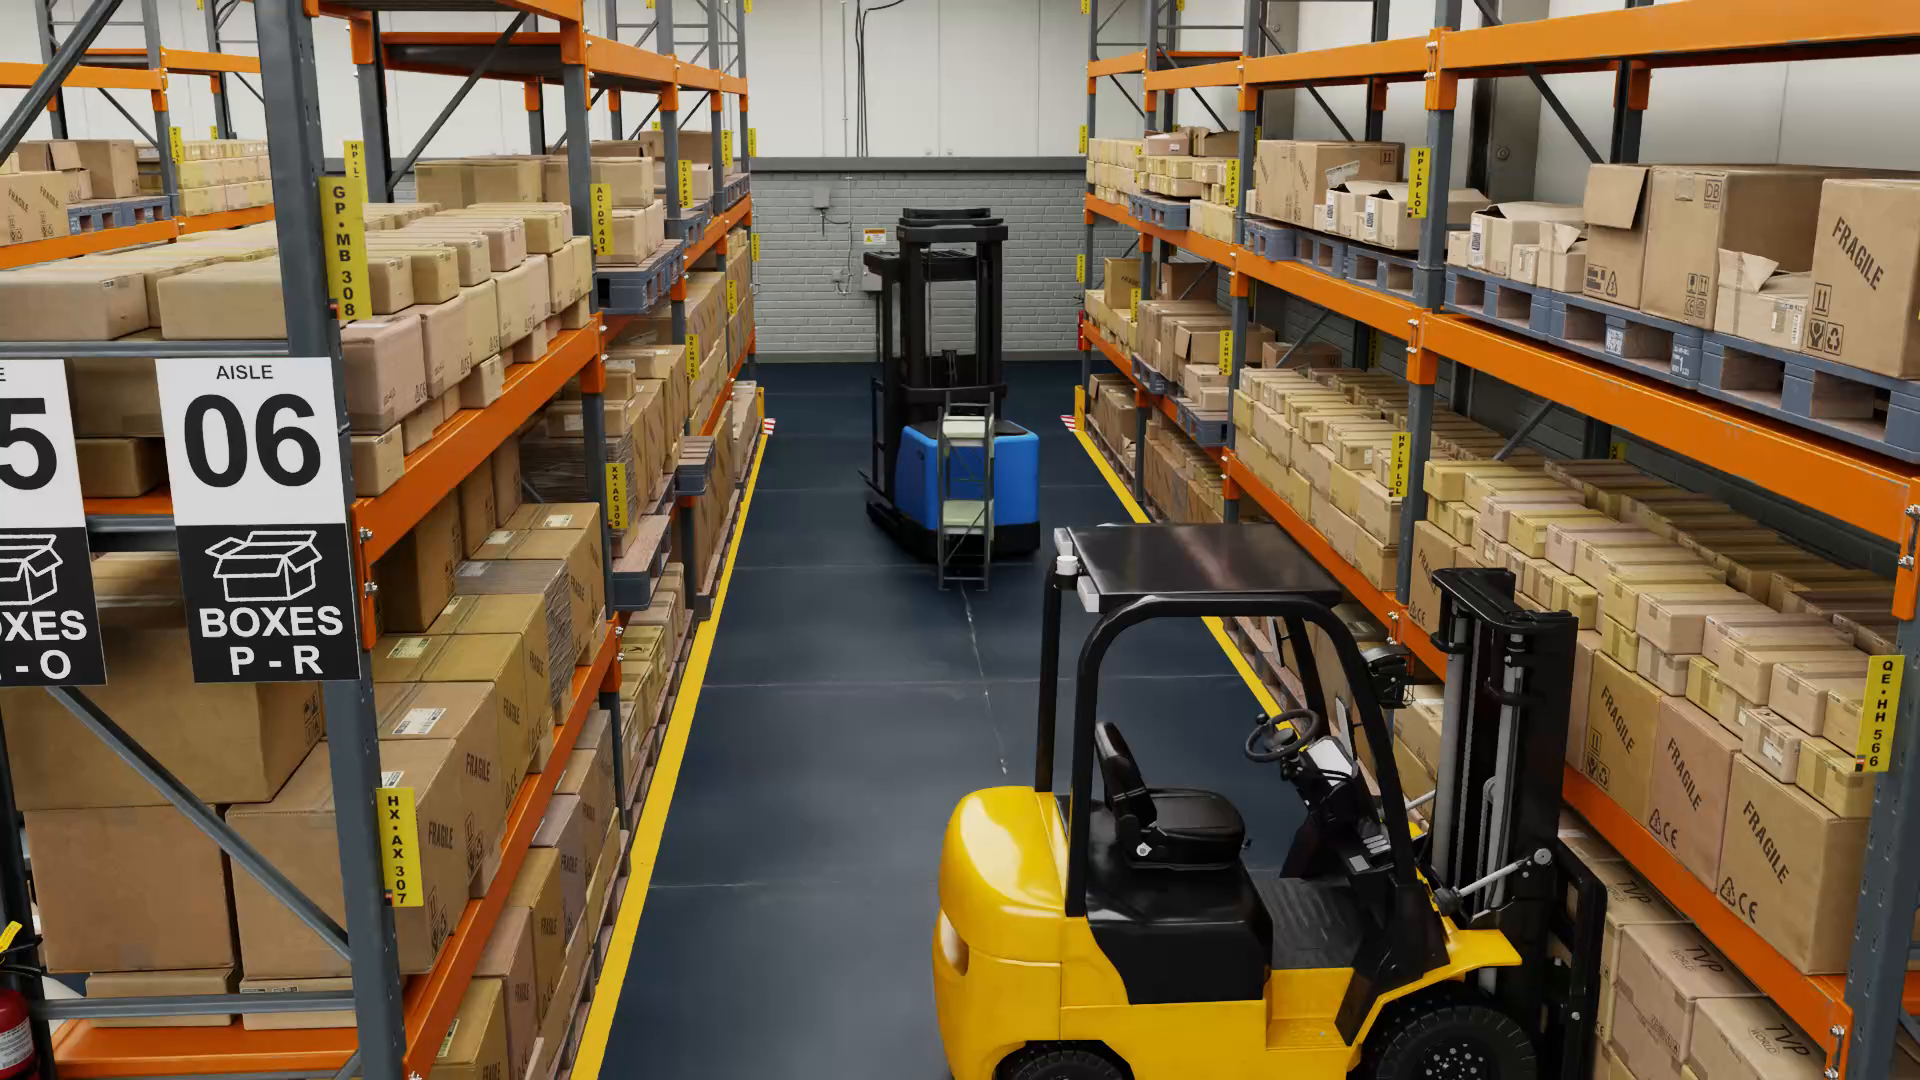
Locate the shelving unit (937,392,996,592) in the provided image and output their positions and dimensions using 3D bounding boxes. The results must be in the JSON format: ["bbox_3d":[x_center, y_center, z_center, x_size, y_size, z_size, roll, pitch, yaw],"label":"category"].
[{"bbox_3d":[0.055,-0.406,13.596,0.431,1.500,0.755,1,14,4],"label":"shelving unit"}]

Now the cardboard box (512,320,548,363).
[{"bbox_3d":[-1.843,-0.786,6.545,0.380,0.149,0.250,0,14,-2],"label":"cardboard box"}]

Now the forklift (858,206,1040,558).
[{"bbox_3d":[-0.246,-1.590,15.325,1.130,2.935,3.031,-5,15,-18],"label":"forklift"}]

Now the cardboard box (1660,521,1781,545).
[{"bbox_3d":[3.106,0.025,6.811,0.380,0.149,0.250,-1,14,-4],"label":"cardboard box"}]

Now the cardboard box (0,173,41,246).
[{"bbox_3d":[-7.207,-2.449,12.306,0.500,0.500,0.500,-1,14,-3],"label":"cardboard box"}]

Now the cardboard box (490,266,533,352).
[{"bbox_3d":[-1.825,-0.824,5.895,0.500,0.250,0.500,-1,14,-2],"label":"cardboard box"}]

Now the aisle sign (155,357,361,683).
[{"bbox_3d":[-1.656,-0.038,3.938,0.394,0.787,0.004,-1,14,-3],"label":"aisle sign"}]

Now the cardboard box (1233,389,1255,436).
[{"bbox_3d":[2.248,-0.912,11.849,0.500,0.250,0.500,-1,14,-3],"label":"cardboard box"}]

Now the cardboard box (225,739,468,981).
[{"bbox_3d":[-1.722,0.895,4.729,0.500,0.500,0.500,-1,14,-4],"label":"cardboard box"}]

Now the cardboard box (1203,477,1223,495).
[{"bbox_3d":[2.186,-0.417,13.497,0.380,0.149,0.250,-1,14,-5],"label":"cardboard box"}]

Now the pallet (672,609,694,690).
[{"bbox_3d":[-2.418,0.765,11.628,1.003,0.211,1.213,-1,14,-3],"label":"pallet"}]

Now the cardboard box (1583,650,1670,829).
[{"bbox_3d":[2.637,0.709,6.050,0.500,0.500,0.500,-1,14,-4],"label":"cardboard box"}]

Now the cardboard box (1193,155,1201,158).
[{"bbox_3d":[2.376,-3.506,15.477,0.380,0.149,0.250,-1,14,-4],"label":"cardboard box"}]

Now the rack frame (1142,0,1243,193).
[{"bbox_3d":[2.241,-4.757,15.457,1.000,3.000,0.127,-1,14,-3],"label":"rack frame"}]

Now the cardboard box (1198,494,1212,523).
[{"bbox_3d":[2.228,-0.076,13.477,0.500,0.500,0.500,-1,14,-4],"label":"cardboard box"}]

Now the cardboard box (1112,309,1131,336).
[{"bbox_3d":[1.903,-2.295,17.630,0.500,0.250,0.500,-1,14,-4],"label":"cardboard box"}]

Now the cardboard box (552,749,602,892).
[{"bbox_3d":[-1.879,1.250,7.320,0.500,0.500,0.500,-1,14,-2],"label":"cardboard box"}]

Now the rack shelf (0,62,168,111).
[{"bbox_3d":[-7.523,-3.539,12.967,1.077,0.370,4.000,-1,14,-3],"label":"rack shelf"}]

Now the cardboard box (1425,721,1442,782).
[{"bbox_3d":[2.475,1.034,7.656,0.500,0.250,0.500,-1,14,-3],"label":"cardboard box"}]

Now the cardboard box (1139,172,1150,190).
[{"bbox_3d":[1.844,-3.289,15.232,0.380,0.149,0.250,-1,14,-3],"label":"cardboard box"}]

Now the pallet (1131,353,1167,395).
[{"bbox_3d":[2.182,-1.558,15.449,1.003,0.211,1.213,-1,14,-3],"label":"pallet"}]

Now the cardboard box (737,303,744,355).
[{"bbox_3d":[-2.532,-2.193,17.327,0.500,0.500,0.500,-1,14,-3],"label":"cardboard box"}]

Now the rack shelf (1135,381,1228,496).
[{"bbox_3d":[2.365,-1.006,14.361,1.077,0.370,4.000,-1,14,-3],"label":"rack shelf"}]

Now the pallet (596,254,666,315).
[{"bbox_3d":[-2.149,-1.302,8.423,1.213,0.211,1.003,-1,14,-3],"label":"pallet"}]

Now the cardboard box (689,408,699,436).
[{"bbox_3d":[-2.244,-0.832,12.543,0.500,0.250,0.500,-1,14,-4],"label":"cardboard box"}]

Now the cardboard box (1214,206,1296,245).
[{"bbox_3d":[2.215,-2.361,12.464,0.500,0.250,0.500,-1,14,-5],"label":"cardboard box"}]

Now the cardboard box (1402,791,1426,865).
[{"bbox_3d":[2.437,1.391,8.274,0.500,0.250,0.500,-1,14,-3],"label":"cardboard box"}]

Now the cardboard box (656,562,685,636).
[{"bbox_3d":[-2.440,0.430,11.765,0.950,0.372,0.625,-2,15,-7],"label":"cardboard box"}]

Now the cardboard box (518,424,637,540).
[{"bbox_3d":[-1.960,-0.302,8.538,0.500,0.500,0.500,-1,14,-2],"label":"cardboard box"}]

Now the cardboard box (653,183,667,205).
[{"bbox_3d":[-2.446,-2.849,13.687,0.380,0.166,0.250,0,14,1],"label":"cardboard box"}]

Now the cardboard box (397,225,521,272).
[{"bbox_3d":[-1.788,-1.042,5.942,0.380,0.149,0.250,-1,14,-3],"label":"cardboard box"}]

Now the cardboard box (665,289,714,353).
[{"bbox_3d":[-2.336,-1.816,13.859,0.500,0.500,0.500,-1,14,-3],"label":"cardboard box"}]

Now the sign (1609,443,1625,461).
[{"bbox_3d":[3.291,-0.329,8.388,0.100,0.325,0.005,-1,14,-3],"label":"sign"}]

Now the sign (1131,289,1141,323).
[{"bbox_3d":[1.700,-2.261,16.056,0.100,0.325,0.005,-1,14,-3],"label":"sign"}]

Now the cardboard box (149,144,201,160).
[{"bbox_3d":[-7.479,-3.694,15.841,0.380,0.149,0.250,-1,14,-4],"label":"cardboard box"}]

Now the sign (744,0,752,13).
[{"bbox_3d":[-2.418,-6.170,18.914,0.100,0.325,0.005,-1,14,-3],"label":"sign"}]

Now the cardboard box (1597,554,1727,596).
[{"bbox_3d":[2.651,0.159,6.291,0.380,0.149,0.250,-1,14,-3],"label":"cardboard box"}]

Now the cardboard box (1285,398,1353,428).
[{"bbox_3d":[2.305,-0.815,10.672,0.380,0.149,0.250,-1,14,-2],"label":"cardboard box"}]

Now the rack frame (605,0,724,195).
[{"bbox_3d":[-2.713,-4.680,15.155,1.000,3.000,0.127,-1,14,-3],"label":"rack frame"}]

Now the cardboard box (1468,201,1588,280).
[{"bbox_3d":[2.545,-1.313,7.225,0.500,0.311,0.500,-1,14,-2],"label":"cardboard box"}]

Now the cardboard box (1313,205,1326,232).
[{"bbox_3d":[2.318,-1.906,9.854,0.380,0.149,0.250,-1,14,-4],"label":"cardboard box"}]

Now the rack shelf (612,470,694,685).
[{"bbox_3d":[-2.341,0.066,10.193,1.077,0.370,4.000,-1,14,-3],"label":"rack shelf"}]

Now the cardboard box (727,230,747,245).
[{"bbox_3d":[-2.599,-3.404,18.728,0.380,0.149,0.250,-1,14,-4],"label":"cardboard box"}]

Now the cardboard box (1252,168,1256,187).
[{"bbox_3d":[2.173,-2.655,12.211,0.380,0.149,0.250,0,14,-2],"label":"cardboard box"}]

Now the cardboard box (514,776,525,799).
[{"bbox_3d":[-1.831,0.856,6.185,0.380,0.149,0.250,-1,14,-5],"label":"cardboard box"}]

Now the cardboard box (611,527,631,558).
[{"bbox_3d":[-1.936,-0.009,8.702,0.380,0.149,0.250,-1,14,-3],"label":"cardboard box"}]

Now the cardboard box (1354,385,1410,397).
[{"bbox_3d":[2.879,-0.953,11.209,0.380,0.149,0.250,-1,14,-5],"label":"cardboard box"}]

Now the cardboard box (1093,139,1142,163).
[{"bbox_3d":[1.783,-4.372,18.679,0.500,0.250,0.500,-1,14,-4],"label":"cardboard box"}]

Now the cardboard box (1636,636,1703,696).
[{"bbox_3d":[2.616,0.432,5.825,0.380,0.149,0.250,-1,14,-5],"label":"cardboard box"}]

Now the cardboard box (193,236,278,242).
[{"bbox_3d":[-2.259,-0.905,5.408,0.380,0.149,0.250,-1,14,-5],"label":"cardboard box"}]

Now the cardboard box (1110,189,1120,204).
[{"bbox_3d":[1.799,-3.650,17.678,0.380,0.149,0.250,-1,14,-2],"label":"cardboard box"}]

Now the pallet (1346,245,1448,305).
[{"bbox_3d":[2.669,-1.442,8.973,0.805,0.209,1.217,-1,15,-6],"label":"pallet"}]

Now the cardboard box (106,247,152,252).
[{"bbox_3d":[-7.983,-2.591,16.271,0.500,0.500,0.500,-1,14,-5],"label":"cardboard box"}]
